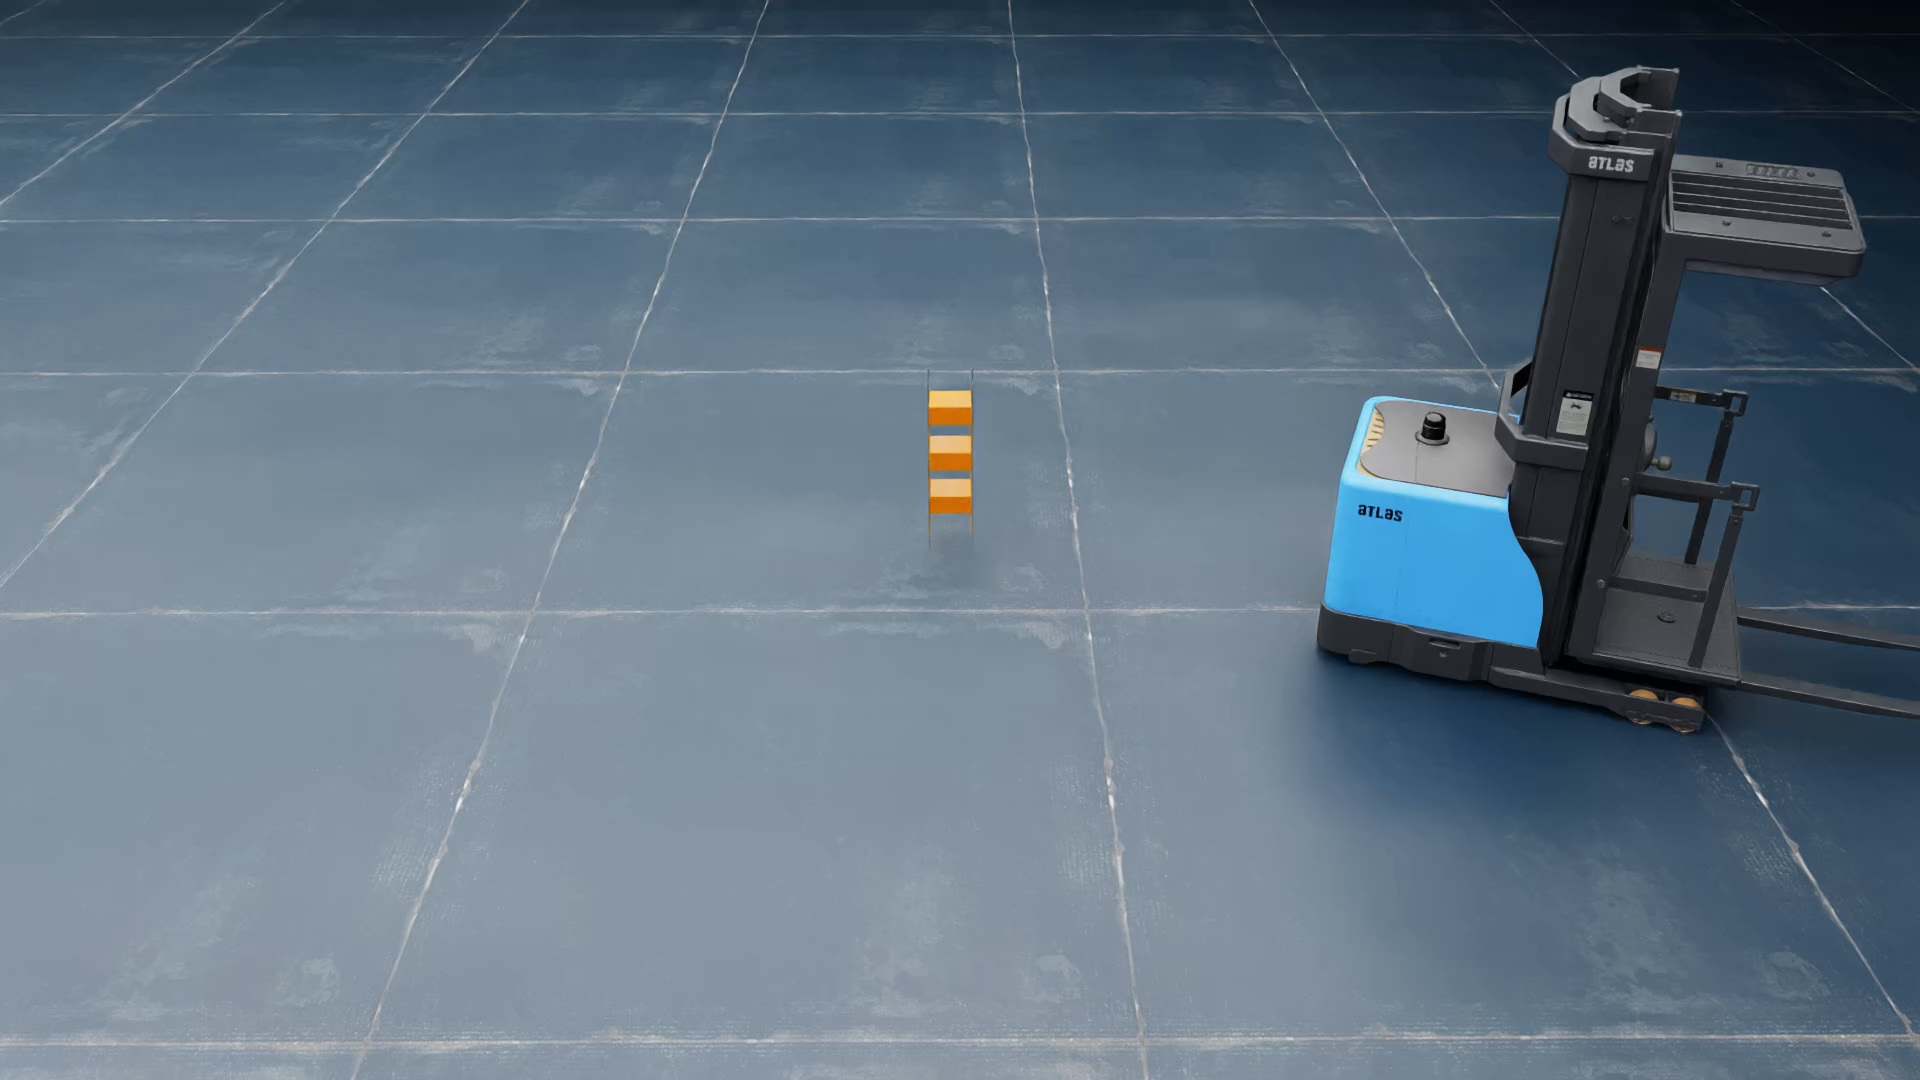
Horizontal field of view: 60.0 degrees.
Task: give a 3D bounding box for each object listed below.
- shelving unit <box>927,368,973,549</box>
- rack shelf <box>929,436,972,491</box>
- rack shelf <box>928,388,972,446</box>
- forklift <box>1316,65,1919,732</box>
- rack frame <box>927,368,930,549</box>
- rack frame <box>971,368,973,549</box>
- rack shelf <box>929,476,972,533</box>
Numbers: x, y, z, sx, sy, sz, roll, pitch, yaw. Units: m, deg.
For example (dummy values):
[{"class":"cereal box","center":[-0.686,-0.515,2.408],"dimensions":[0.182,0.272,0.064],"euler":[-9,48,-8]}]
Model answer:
[{"class":"shelving unit","center":[-0.054,-0.449,9.367],"dimensions":[0.252,1.050,0.215],"euler":[0,31,0]},{"class":"rack shelf","center":[-0.054,-0.440,9.372],"dimensions":[0.240,0.259,0.215],"euler":[0,31,0]},{"class":"rack shelf","center":[-0.054,-0.682,9.225],"dimensions":[0.240,0.259,0.215],"euler":[0,31,0]},{"class":"forklift","center":[3.425,-0.629,7.850],"dimensions":[3.031,2.935,1.130],"euler":[10,33,16]},{"class":"rack frame","center":[-0.176,-0.448,9.366],"dimensions":[0.008,1.050,0.200],"euler":[0,31,0]},{"class":"rack frame","center":[0.068,-0.449,9.367],"dimensions":[0.008,1.050,0.200],"euler":[0,31,0]},{"class":"rack shelf","center":[-0.054,-0.202,9.516],"dimensions":[0.240,0.259,0.215],"euler":[0,31,0]}]
